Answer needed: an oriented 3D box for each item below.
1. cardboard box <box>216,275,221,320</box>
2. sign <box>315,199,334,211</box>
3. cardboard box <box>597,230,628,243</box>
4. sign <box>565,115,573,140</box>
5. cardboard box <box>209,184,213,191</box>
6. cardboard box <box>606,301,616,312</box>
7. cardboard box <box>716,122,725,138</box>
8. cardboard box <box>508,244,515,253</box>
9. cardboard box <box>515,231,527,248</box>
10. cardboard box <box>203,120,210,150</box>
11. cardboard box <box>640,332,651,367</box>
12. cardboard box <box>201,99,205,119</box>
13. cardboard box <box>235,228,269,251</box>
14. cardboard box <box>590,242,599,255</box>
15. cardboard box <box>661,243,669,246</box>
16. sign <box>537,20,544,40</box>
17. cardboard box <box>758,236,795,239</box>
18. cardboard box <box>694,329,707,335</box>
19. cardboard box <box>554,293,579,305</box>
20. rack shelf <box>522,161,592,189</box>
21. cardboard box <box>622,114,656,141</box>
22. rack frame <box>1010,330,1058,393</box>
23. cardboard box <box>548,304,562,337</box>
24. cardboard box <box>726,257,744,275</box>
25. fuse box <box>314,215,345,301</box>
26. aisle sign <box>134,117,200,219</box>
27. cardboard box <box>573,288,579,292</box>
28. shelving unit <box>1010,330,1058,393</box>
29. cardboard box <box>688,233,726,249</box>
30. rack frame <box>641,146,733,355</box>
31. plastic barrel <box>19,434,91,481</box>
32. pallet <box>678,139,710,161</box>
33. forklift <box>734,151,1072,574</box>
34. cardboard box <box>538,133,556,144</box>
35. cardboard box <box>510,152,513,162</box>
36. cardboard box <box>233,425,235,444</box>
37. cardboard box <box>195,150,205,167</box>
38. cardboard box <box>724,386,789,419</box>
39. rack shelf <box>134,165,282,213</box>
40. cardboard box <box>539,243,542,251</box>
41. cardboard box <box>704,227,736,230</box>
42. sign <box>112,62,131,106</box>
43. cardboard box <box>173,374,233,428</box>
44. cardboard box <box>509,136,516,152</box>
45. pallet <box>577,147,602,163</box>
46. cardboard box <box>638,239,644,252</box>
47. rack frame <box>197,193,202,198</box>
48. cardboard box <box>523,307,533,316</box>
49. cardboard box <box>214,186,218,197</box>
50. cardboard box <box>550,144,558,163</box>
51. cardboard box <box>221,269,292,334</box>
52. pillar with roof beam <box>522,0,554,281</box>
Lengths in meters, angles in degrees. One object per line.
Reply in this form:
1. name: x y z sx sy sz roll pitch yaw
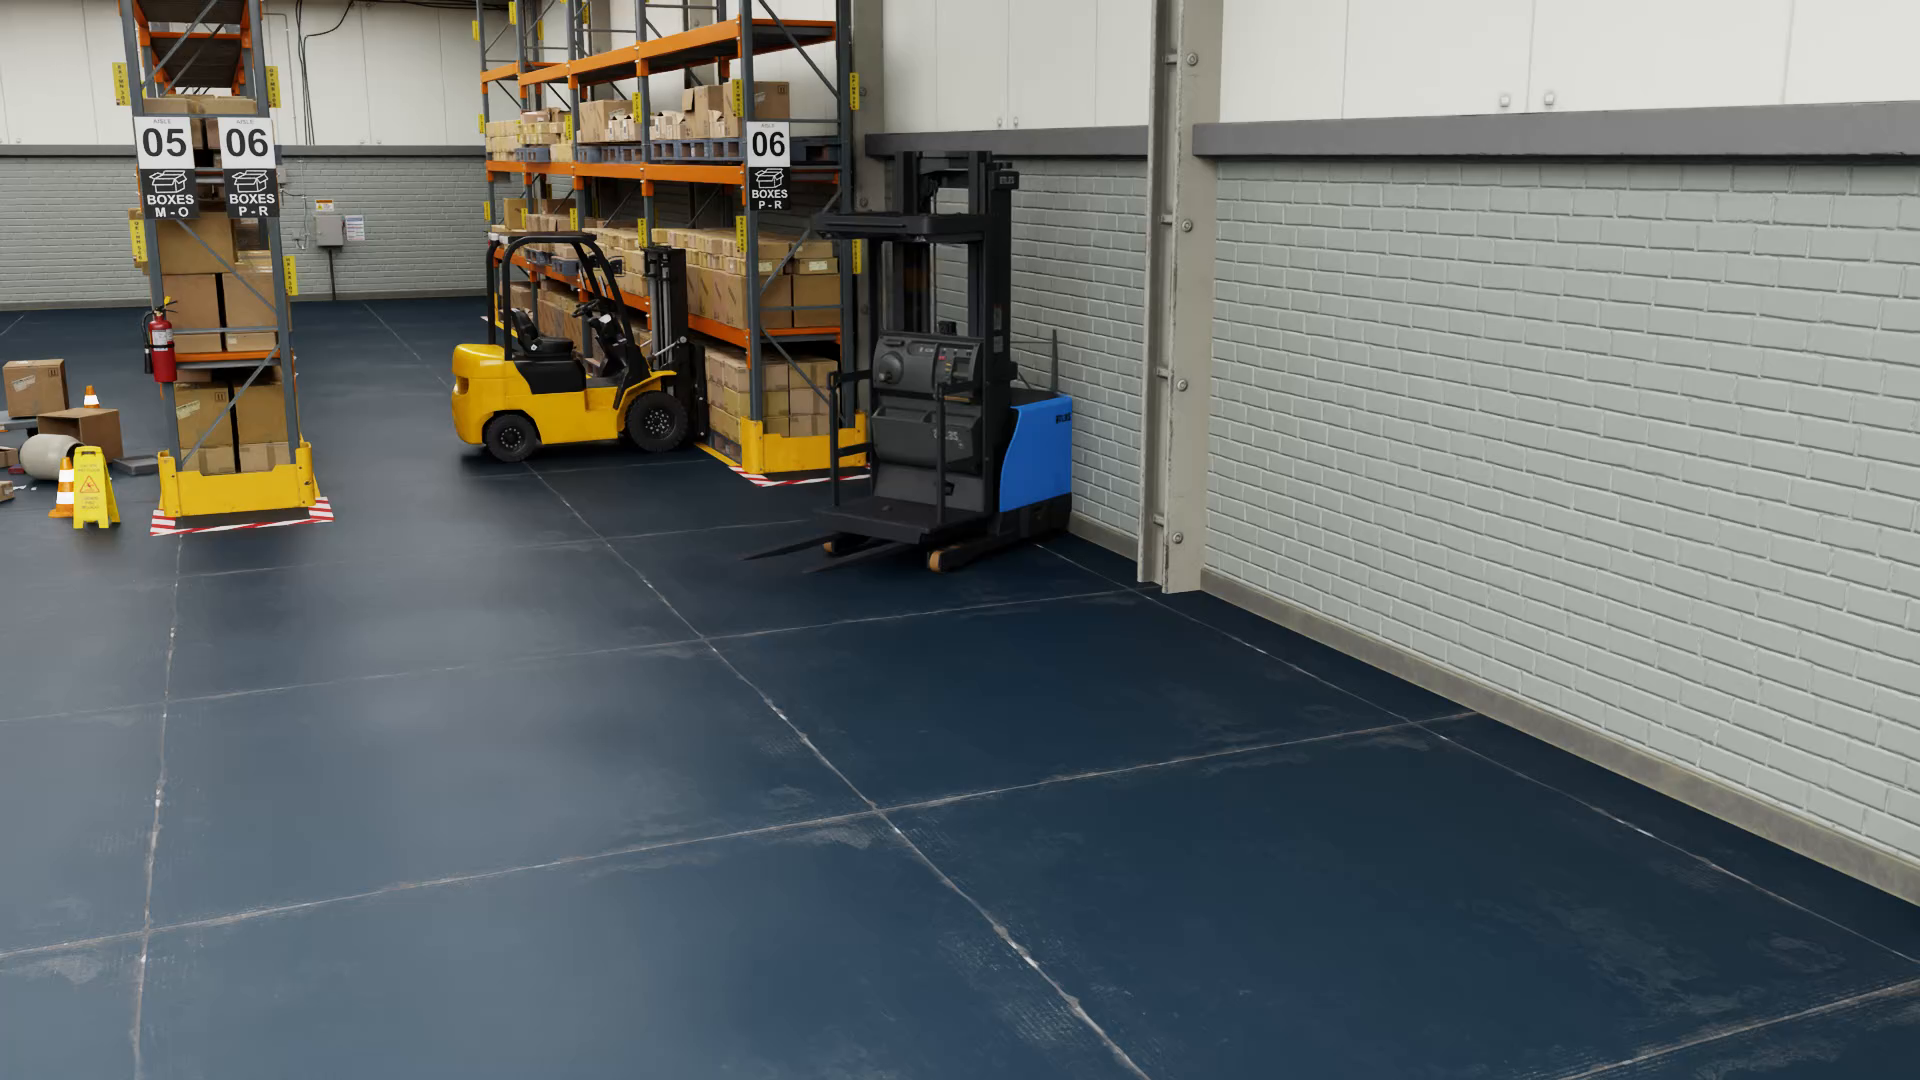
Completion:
1. cardboard box: -6.902 -2.205 14.862 0.500 0.500 0.500 -6 14 -23
2. sign: -12.878 -6.784 33.700 0.339 0.242 0.001 -6 14 -23
3. cardboard box: -4.488 -3.932 21.545 0.380 0.149 0.250 -5 14 -22
4. sign: -5.195 -5.483 22.108 0.100 0.325 0.005 -6 14 -23
5. cardboard box: -12.389 -5.728 27.087 0.380 0.149 0.250 -5 14 -22
6. cardboard box: -4.875 -3.358 23.902 0.380 0.149 0.250 -5 14 -22
7. cardboard box: -2.102 -3.901 15.826 0.380 0.149 0.250 -6 14 -25
8. cardboard box: -7.426 -4.933 28.087 0.380 0.149 0.250 -5 14 -22
9. cardboard box: -6.941 -4.902 27.070 0.500 0.250 0.500 -6 14 -23
10. cardboard box: -6.419 -3.587 14.736 0.500 0.250 0.500 -5 14 -21
11. cardboard box: -3.314 -2.146 19.826 0.875 0.625 0.625 -5 14 -20
12. cardboard box: -6.110 -3.586 13.849 0.380 0.149 0.250 -6 14 -23
13. cardboard box: -7.566 -3.064 17.642 0.500 0.500 0.500 -5 14 -22
14. cardboard box: -4.543 -3.771 21.736 0.500 0.250 0.500 -5 14 -21
15. cardboard box: -3.103 -3.214 18.442 0.380 0.149 0.250 -5 14 -22
16. sign: -7.385 -8.972 29.255 0.100 0.325 0.005 -6 14 -23
17. cardboard box: -1.838 -2.979 16.768 0.380 0.149 0.250 -5 14 -21
18. cardboard box: -2.720 -2.260 18.930 0.500 0.250 0.500 -5 14 -22
19. cardboard box: -5.916 -3.637 25.104 0.380 0.149 0.250 -6 14 -23
20. rack shelf: -5.498 -5.342 24.243 1.077 0.370 4.000 -6 14 -23
21. cardboard box: -3.608 -4.791 19.308 0.500 0.311 0.500 -6 14 -25
22. rack frame: 0.529 -0.904 13.088 0.500 1.500 0.032 -2 8 -25
23. cardboard box: -5.893 -3.298 25.081 0.500 0.500 0.500 -6 14 -25
24. cardboard box: -2.017 -2.627 15.906 0.380 0.149 0.250 -5 14 -22
25. fuse box: -12.745 -5.717 33.775 0.539 1.711 0.414 -6 14 -23
26. aisle sign: -6.280 -2.944 13.171 0.394 0.787 0.004 -6 14 -23
27. cardboard box: -5.887 -3.897 26.231 0.380 0.149 0.250 -6 14 -25
28. shelving unit: 0.311 -0.969 13.553 0.587 1.500 1.083 -2 8 -25
29. cardboard box: -2.650 -3.150 17.507 0.380 0.149 0.250 -6 14 -23
30. rack frame: -3.094 -2.992 19.144 1.000 3.000 0.127 -6 14 -23
31. plastic barrel: -8.253 -0.751 15.176 0.512 0.421 0.421 4 14 16
32. pallet: -2.244 -3.984 16.977 1.003 0.211 1.213 -6 14 -23
33. forklift: -0.375 -1.314 12.046 1.130 2.935 3.031 9 16 35
34. cardboard box: -5.905 -5.824 24.133 0.380 0.149 0.250 -5 14 -22
35. cardboard box: -7.190 -6.299 27.338 0.380 0.149 0.250 -5 14 -22
36. cardboard box: -7.213 -1.043 15.889 0.500 0.250 0.500 -6 14 -24
37. cardboard box: -6.683 -3.268 14.244 0.380 0.149 0.250 -6 14 -23
38. cardboard box: -1.974 -1.346 16.092 0.500 0.250 0.500 -6 14 -24
39. rack shelf: -6.840 -3.240 15.161 1.077 0.370 4.000 -6 14 -23
40. cardboard box: -6.094 -4.462 24.863 0.396 0.266 0.258 -5 14 -20
41. cardboard box: -2.690 -3.463 18.859 0.380 0.149 0.250 -6 14 -23
42. sign: -6.555 -3.563 12.996 0.100 0.325 0.005 -6 14 -23
43. cardboard box: -6.811 -1.196 14.889 0.500 0.500 0.500 -5 14 -21
44. cardboard box: -6.940 -6.361 26.723 0.500 0.250 0.500 -6 14 -25
45. pallet: -4.343 -5.055 21.827 1.213 0.211 1.003 -5 14 -20
46. cardboard box: -3.555 -3.459 19.501 0.380 0.149 0.250 -6 14 -24
47. rack frame: -10.846 -4.195 24.345 1.000 3.000 0.127 -6 14 -23
48. cardboard box: -6.934 -3.679 27.248 0.396 0.266 0.258 -5 14 -21
49. cardboard box: -10.993 -5.237 24.965 0.380 0.149 0.250 -6 14 -24
50. cardboard box: -5.527 -5.498 23.652 0.500 0.250 0.500 -6 14 -23
51. cardboard box: -5.974 -2.033 14.119 0.500 0.500 0.500 -6 14 -24
52. pillar with roof beam: -12.100 -8.643 30.258 9.100 9.000 0.400 -6 14 -23
